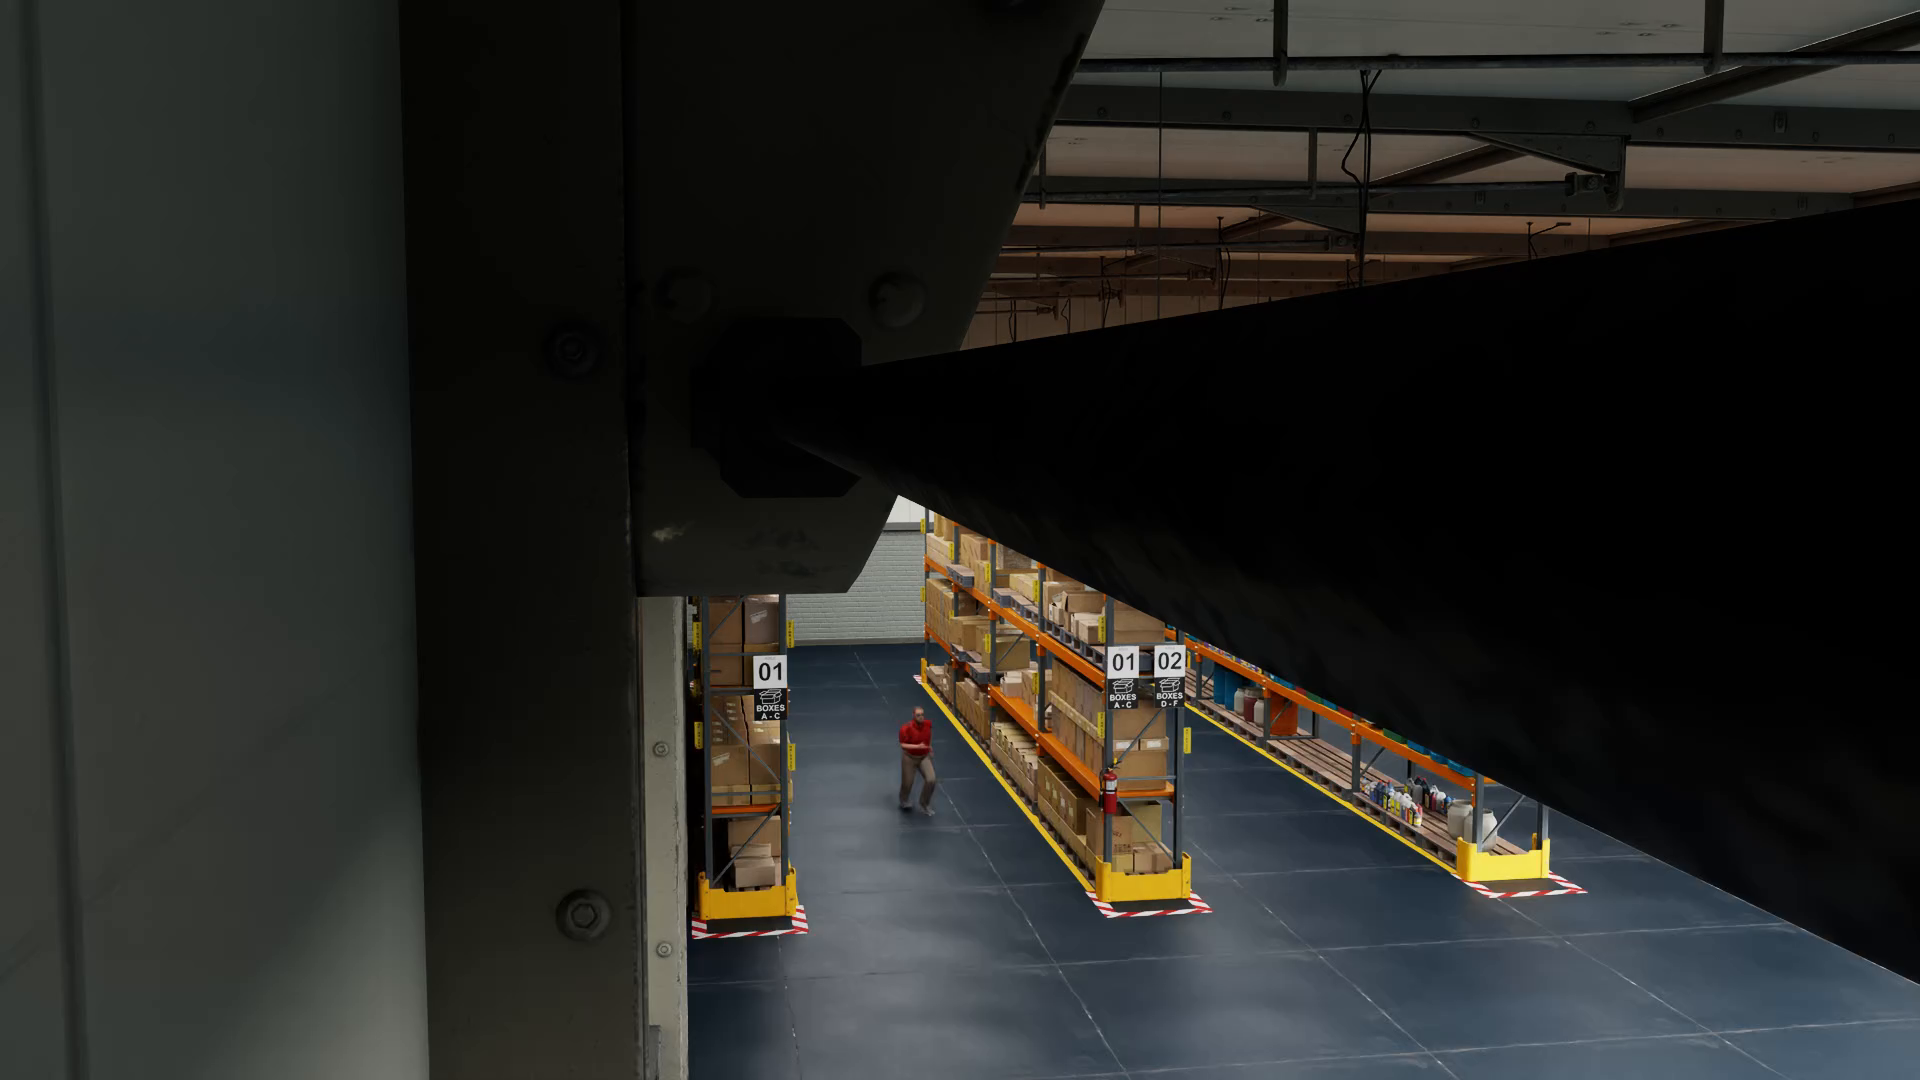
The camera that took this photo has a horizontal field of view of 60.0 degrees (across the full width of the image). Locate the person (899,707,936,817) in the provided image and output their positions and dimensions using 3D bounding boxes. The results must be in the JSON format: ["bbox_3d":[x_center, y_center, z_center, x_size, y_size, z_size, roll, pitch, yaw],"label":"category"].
[{"bbox_3d":[-0.663,3.308,24.959,0.605,1.687,0.955,-2,5,-23],"label":"person"}]

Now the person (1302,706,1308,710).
[{"bbox_3d":[6.982,2.568,33.537,0.814,1.694,0.637,1,5,11],"label":"person"}]
